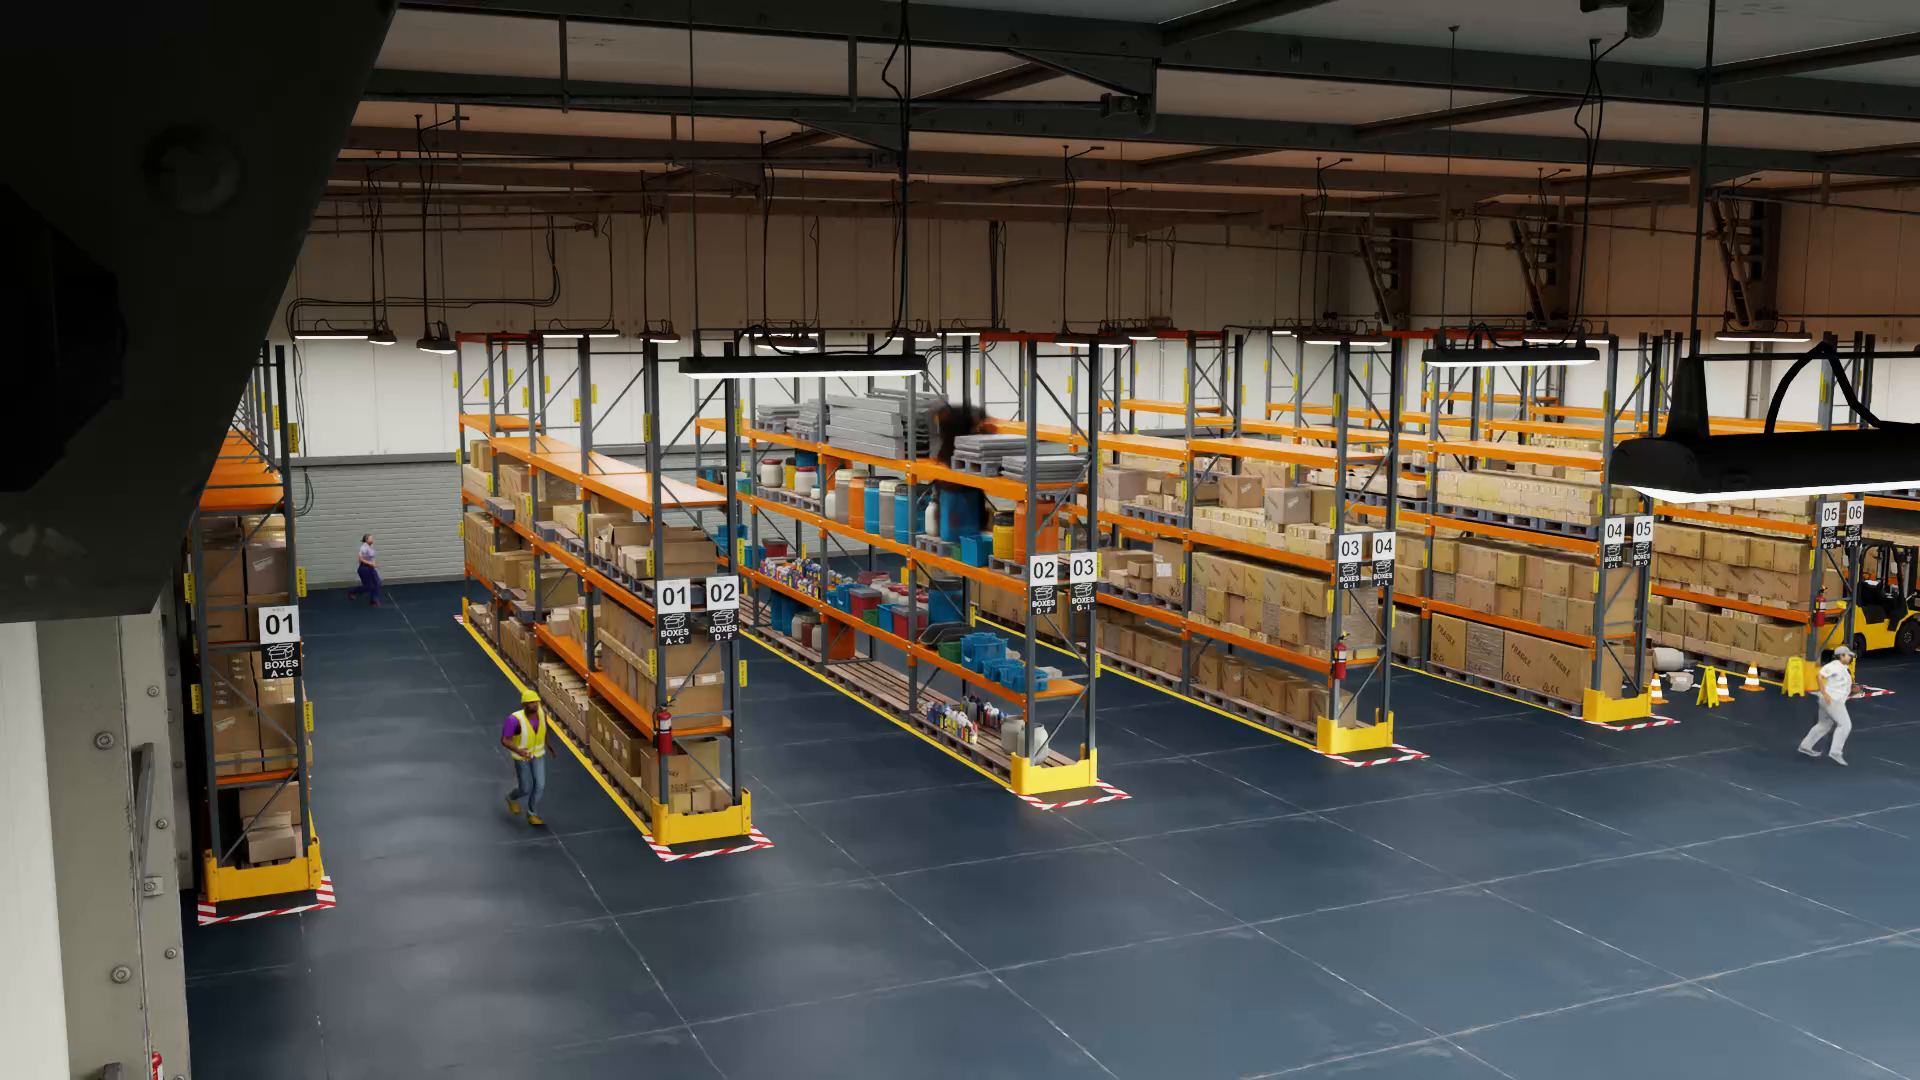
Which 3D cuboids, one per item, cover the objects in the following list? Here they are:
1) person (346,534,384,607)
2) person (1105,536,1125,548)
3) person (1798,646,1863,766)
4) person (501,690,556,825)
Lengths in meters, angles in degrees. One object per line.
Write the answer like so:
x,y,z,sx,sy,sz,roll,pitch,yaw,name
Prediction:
-12.995,0.673,36.273,0.786,1.640,0.630,-1,8,-4,person
4.033,-0.103,41.827,0.643,1.655,0.624,-2,8,-18,person
12.435,2.331,23.732,0.758,1.630,0.746,5,9,32,person
-5.442,2.699,20.819,0.697,1.714,0.767,-7,10,-41,person
